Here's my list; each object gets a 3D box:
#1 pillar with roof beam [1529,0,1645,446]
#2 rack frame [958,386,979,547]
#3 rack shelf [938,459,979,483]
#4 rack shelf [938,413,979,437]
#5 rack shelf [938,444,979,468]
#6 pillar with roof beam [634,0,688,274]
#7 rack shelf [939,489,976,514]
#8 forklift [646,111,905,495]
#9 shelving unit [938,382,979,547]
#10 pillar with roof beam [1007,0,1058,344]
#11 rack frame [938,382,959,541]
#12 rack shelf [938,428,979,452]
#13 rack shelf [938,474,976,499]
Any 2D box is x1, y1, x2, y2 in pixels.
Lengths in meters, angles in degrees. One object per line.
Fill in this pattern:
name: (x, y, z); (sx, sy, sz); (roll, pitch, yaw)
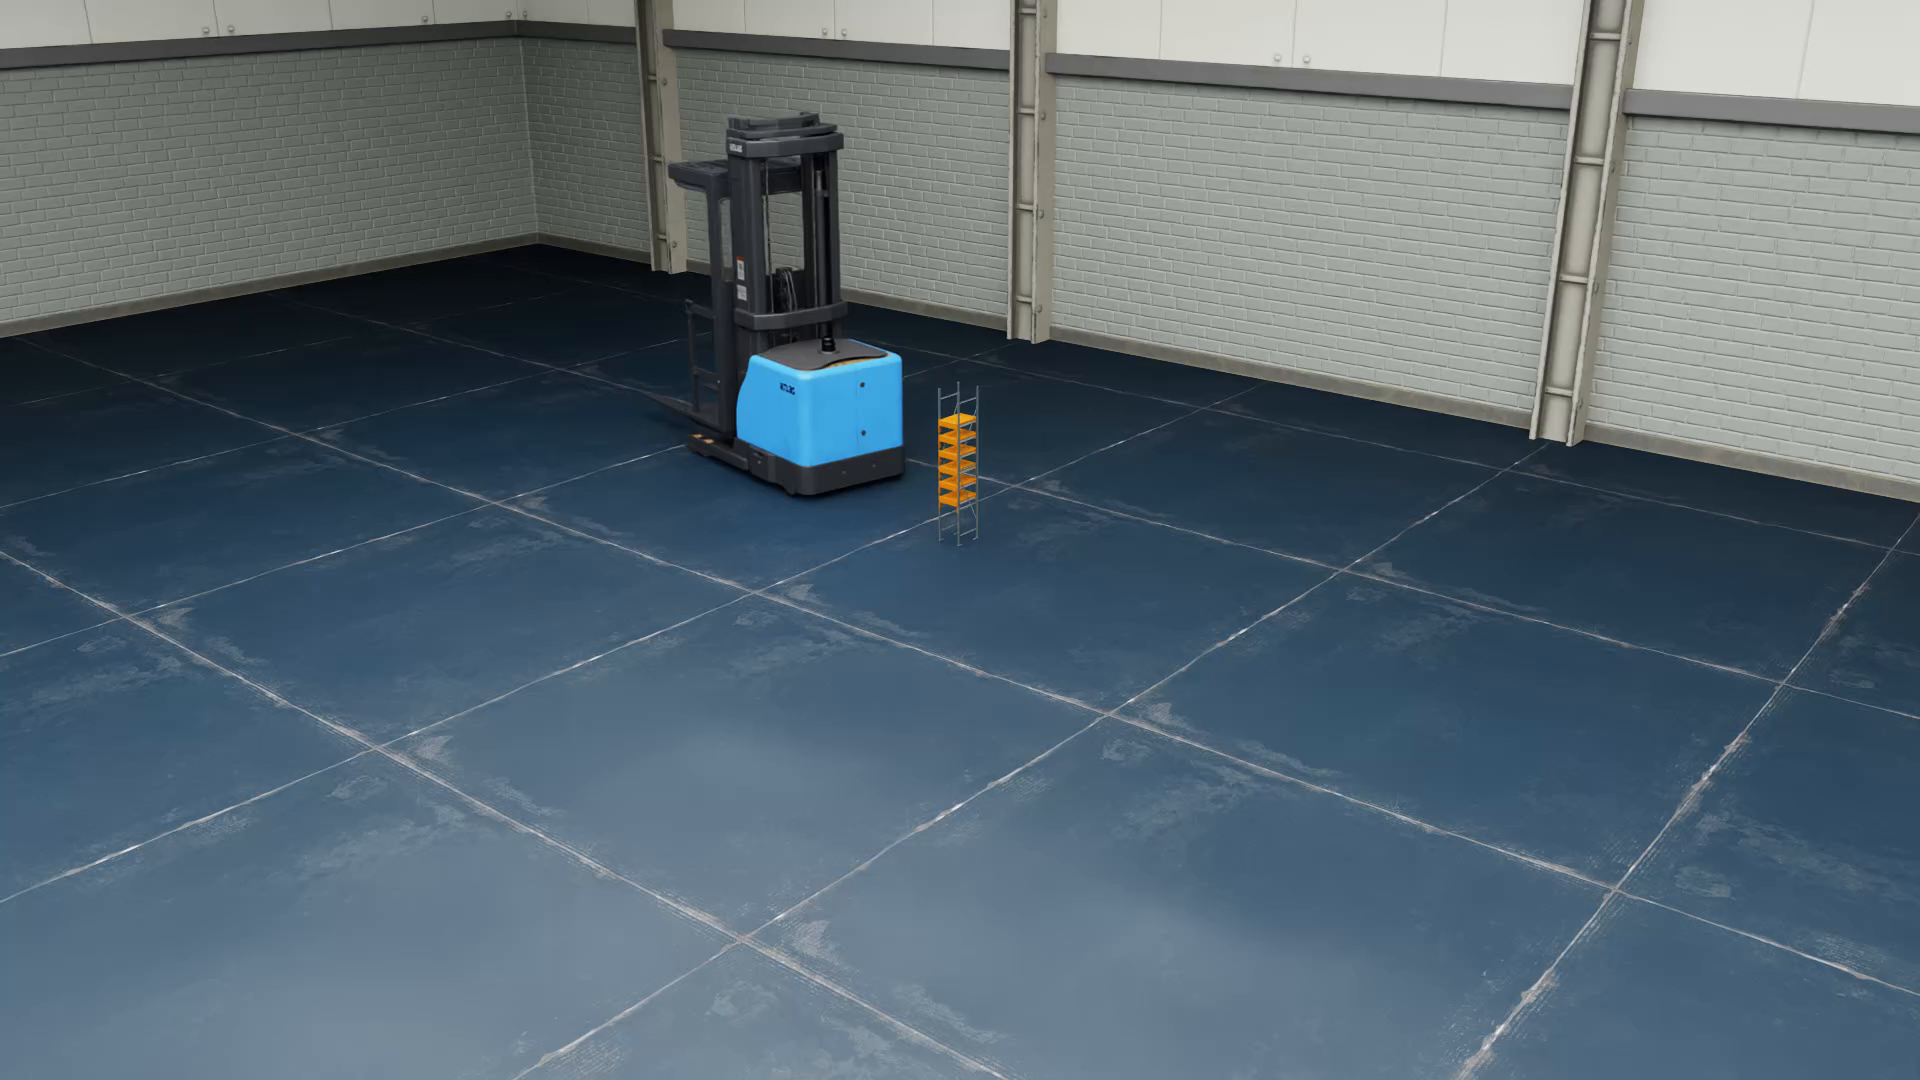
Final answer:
pillar with roof beam: (2.700, -3.956, 10.406); (0.400, 9.000, 9.100); (16, 26, 36)
rack frame: (0.060, -0.544, 12.411); (0.006, 1.200, 0.240); (16, 26, 36)
rack shelf: (-0.011, -0.523, 12.481); (0.180, 0.103, 0.258); (16, 26, 36)
rack shelf: (-0.011, -0.860, 12.354); (0.180, 0.103, 0.258); (16, 26, 36)
rack shelf: (-0.011, -0.635, 12.438); (0.180, 0.103, 0.258); (16, 26, 36)
pillar with roof beam: (-6.597, -6.634, 17.506); (0.400, 9.000, 9.100); (16, 26, 36)
rack shelf: (-0.011, -0.298, 12.565); (0.180, 0.103, 0.258); (16, 26, 36)
forklift: (-1.765, -2.186, 14.311); (1.130, 2.935, 3.031); (-15, 26, -35)
shelving unit: (-0.011, -0.565, 12.465); (0.189, 1.200, 0.258); (16, 26, 36)
pillar with roof beam: (-1.949, -5.295, 13.956); (0.400, 9.000, 9.100); (16, 26, 36)
rack frame: (-0.082, -0.585, 12.519); (0.006, 1.200, 0.240); (16, 26, 36)
rack shelf: (-0.011, -0.748, 12.396); (0.180, 0.103, 0.258); (16, 26, 36)
rack shelf: (-0.011, -0.411, 12.523); (0.180, 0.103, 0.258); (16, 26, 36)
